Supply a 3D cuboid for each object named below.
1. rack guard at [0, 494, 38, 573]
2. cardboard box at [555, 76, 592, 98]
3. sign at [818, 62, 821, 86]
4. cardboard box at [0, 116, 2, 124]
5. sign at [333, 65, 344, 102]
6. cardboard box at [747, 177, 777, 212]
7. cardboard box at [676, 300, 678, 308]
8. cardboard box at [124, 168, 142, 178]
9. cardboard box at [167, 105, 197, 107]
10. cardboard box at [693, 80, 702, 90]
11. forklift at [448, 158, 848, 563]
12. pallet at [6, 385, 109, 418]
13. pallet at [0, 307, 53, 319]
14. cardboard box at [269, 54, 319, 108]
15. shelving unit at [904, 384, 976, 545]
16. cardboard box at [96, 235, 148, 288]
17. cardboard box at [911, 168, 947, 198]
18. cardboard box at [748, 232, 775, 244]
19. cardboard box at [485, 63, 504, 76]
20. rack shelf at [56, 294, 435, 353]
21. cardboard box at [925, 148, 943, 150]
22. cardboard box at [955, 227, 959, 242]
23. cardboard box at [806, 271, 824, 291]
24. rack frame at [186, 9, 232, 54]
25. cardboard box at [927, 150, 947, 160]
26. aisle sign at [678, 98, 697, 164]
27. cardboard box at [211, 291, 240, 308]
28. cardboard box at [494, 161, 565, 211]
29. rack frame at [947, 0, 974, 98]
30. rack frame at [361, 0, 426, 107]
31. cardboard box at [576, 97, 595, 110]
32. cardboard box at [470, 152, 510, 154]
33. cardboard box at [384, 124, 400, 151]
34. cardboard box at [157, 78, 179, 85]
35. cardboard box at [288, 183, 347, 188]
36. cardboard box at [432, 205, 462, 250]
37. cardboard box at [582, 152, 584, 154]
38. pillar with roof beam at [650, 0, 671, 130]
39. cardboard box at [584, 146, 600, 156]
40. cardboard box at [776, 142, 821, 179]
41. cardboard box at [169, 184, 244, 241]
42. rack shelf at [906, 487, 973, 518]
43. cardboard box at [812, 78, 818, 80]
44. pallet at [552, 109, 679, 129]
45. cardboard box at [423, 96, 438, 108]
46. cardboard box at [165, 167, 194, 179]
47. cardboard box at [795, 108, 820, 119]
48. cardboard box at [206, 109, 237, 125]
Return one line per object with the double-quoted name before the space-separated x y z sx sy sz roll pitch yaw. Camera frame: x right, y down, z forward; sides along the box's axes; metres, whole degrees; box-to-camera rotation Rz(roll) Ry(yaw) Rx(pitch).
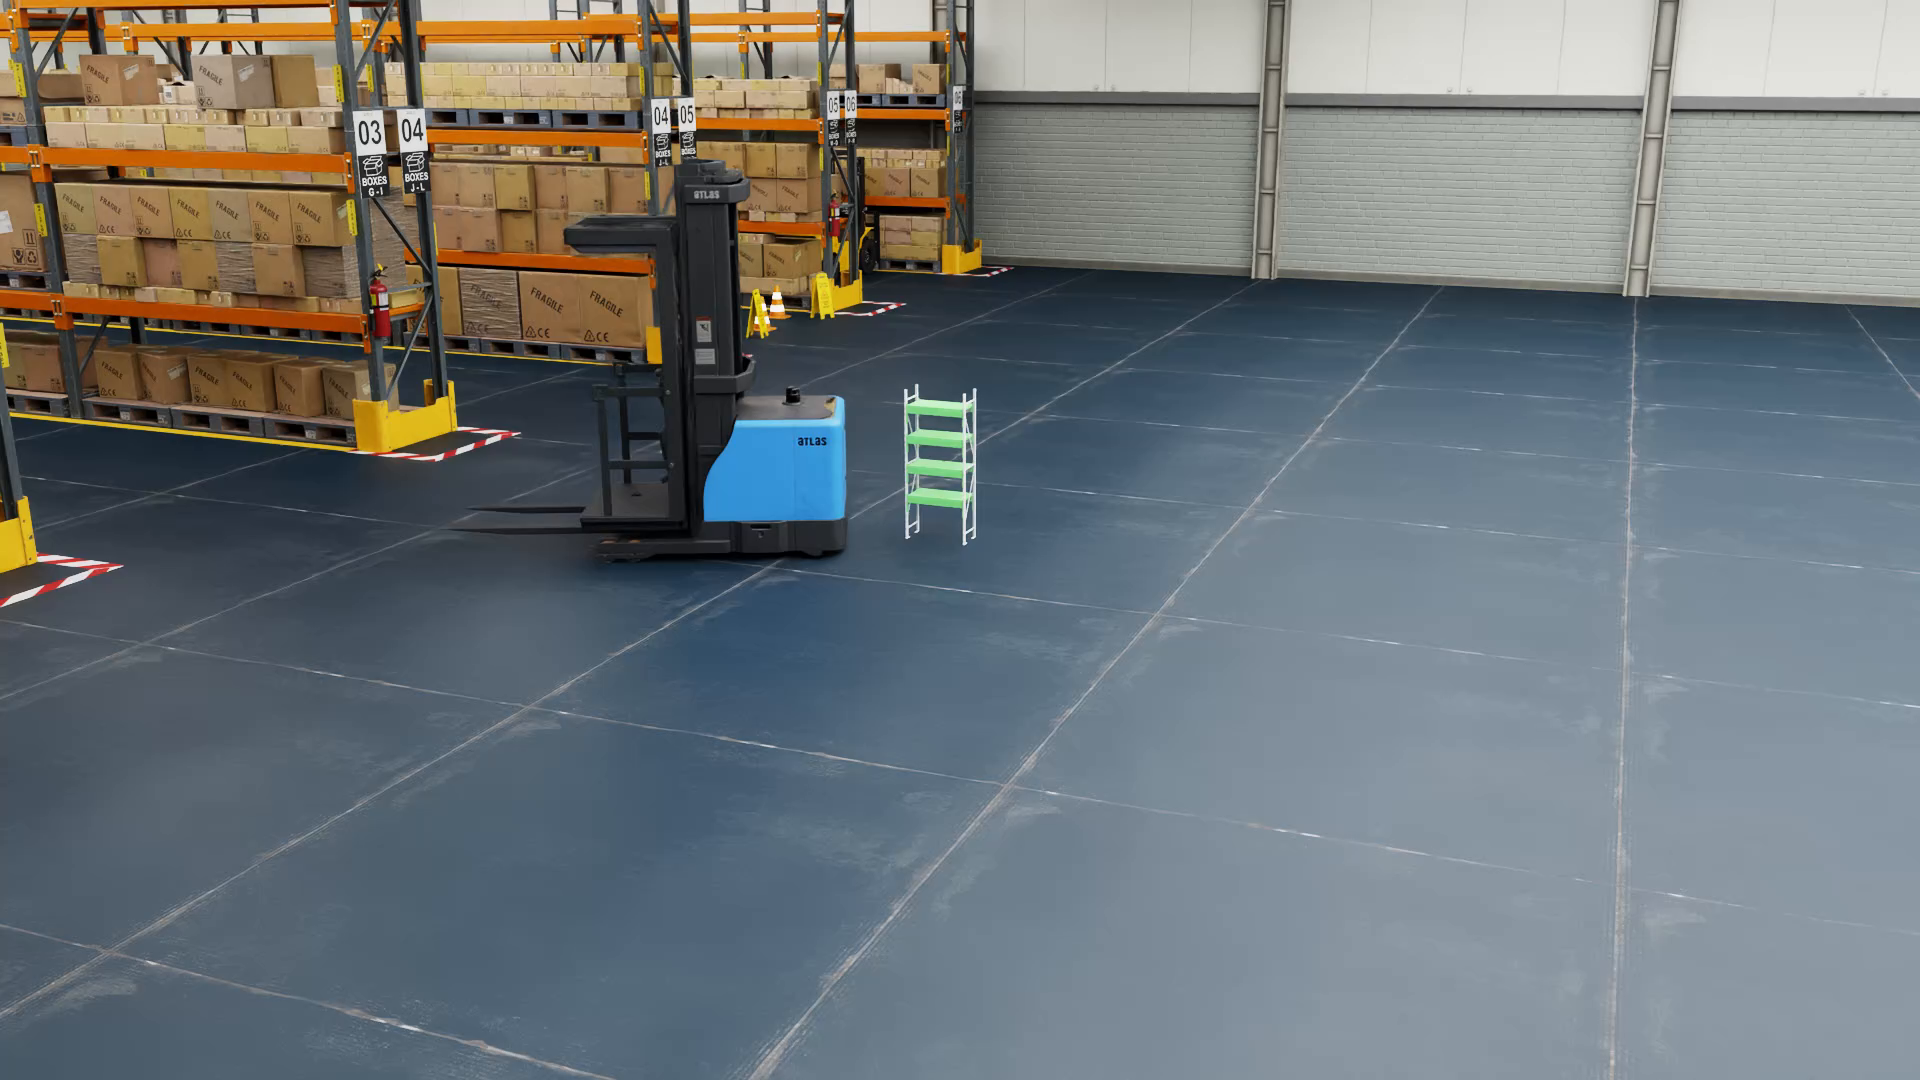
"rack guard" -7.348 0.052 12.097 0.348 0.500 1.175 6 17 21
"cardboard box" -4.552 -5.503 20.173 0.500 0.250 0.500 6 17 21
"sign" -2.029 -6.731 24.012 0.005 0.325 0.100 6 17 21
"cardboard box" -10.075 -4.494 17.382 0.258 0.266 0.396 7 18 23
"sign" -5.665 -4.161 15.158 0.005 0.325 0.100 6 17 21
"cardboard box" -2.877 -5.235 25.112 0.500 0.500 0.500 6 17 21
"cardboard box" -4.369 -3.332 23.747 0.637 0.503 0.797 -5 17 -18
"cardboard box" -14.448 -6.363 29.532 0.500 0.500 0.500 6 17 20
"cardboard box" -7.796 -4.327 16.871 0.250 0.149 0.380 7 18 23
"cardboard box" -3.878 -6.865 25.081 0.250 0.149 0.380 7 17 22
"forklift" -2.404 -1.387 12.696 3.031 2.935 1.130 -1 16 -2
"pallet" -9.888 -1.587 18.260 1.213 0.211 1.003 6 17 21
"pallet" -13.967 -3.522 24.928 1.213 0.211 1.003 6 17 21
"cardboard box" -6.725 -4.531 16.410 0.500 0.500 0.500 6 17 20
"shelving unit" -0.154 -0.593 13.065 0.503 1.200 0.258 6 17 21
"cardboard box" -8.315 -2.915 17.121 0.500 0.500 0.875 6 17 21
"cardboard box" -0.543 -6.325 29.403 0.500 0.500 0.500 6 17 19
"cardboard box" -3.014 -4.595 25.291 0.250 0.149 0.380 7 18 22
"cardboard box" -5.620 -5.794 20.459 0.250 0.149 0.380 6 17 20
"rack shelf" -7.303 -2.296 16.994 4.000 0.370 1.077 6 17 21
"cardboard box" -0.447 -6.931 29.791 0.250 0.149 0.380 7 18 23
"cardboard box" -0.350 -5.518 30.084 0.500 0.250 0.500 7 17 22
"cardboard box" -2.455 -4.043 25.898 0.500 0.250 0.500 6 17 20
"rack frame" -12.969 -9.116 28.434 0.127 3.000 1.000 6 17 21
"cardboard box" -0.399 -6.780 29.270 0.250 0.149 0.380 6 17 21
"aisle sign" -3.353 -5.032 20.465 0.004 0.787 0.394 6 17 21
"cardboard box" -7.217 -2.418 16.575 0.250 0.149 0.380 6 17 21
"cardboard box" -5.417 -4.497 21.079 0.500 0.550 0.875 6 17 21
"rack frame" 0.011 -9.176 28.641 0.127 3.000 1.000 6 17 21
"rack frame" -7.250 -7.004 21.157 0.127 3.000 1.000 6 17 21
"cardboard box" -4.436 -5.281 20.122 0.250 0.149 0.380 7 17 21
"cardboard box" -7.769 -6.143 27.486 0.500 0.500 0.500 5 17 17
"cardboard box" -5.796 -3.922 16.192 0.500 0.250 0.500 7 18 22
"cardboard box" -13.681 -7.843 28.738 0.258 0.266 0.396 7 18 22
"cardboard box" -6.317 -3.288 16.614 0.500 0.500 0.500 6 17 21
"cardboard box" -6.382 -4.109 21.680 0.550 0.550 0.875 6 17 21
"cardboard box" -6.993 -7.337 31.724 0.250 0.149 0.380 7 17 22
"pillar with roof beam" -7.467 -8.978 27.960 0.400 9.000 9.100 6 17 21
"cardboard box" -5.835 -6.261 26.729 0.250 0.149 0.380 6 17 20
"cardboard box" -2.362 -5.674 24.832 0.500 0.500 0.700 6 17 19
"cardboard box" -7.438 -3.255 16.500 0.500 0.500 0.500 6 17 21
"rack shelf" -0.154 -0.301 13.149 0.480 0.148 0.258 6 17 21
"cardboard box" -2.440 -8.099 29.621 0.258 0.266 0.396 6 17 19
"pallet" -4.223 -5.184 20.431 1.213 0.211 1.003 6 17 21
"cardboard box" -6.563 -5.515 20.927 0.250 0.149 0.380 6 17 21
"cardboard box" -10.557 -5.011 23.083 0.500 0.500 0.700 6 17 20
"cardboard box" -2.241 -6.291 24.535 0.250 0.149 0.380 6 17 21
"cardboard box" -7.023 -4.080 16.020 0.250 0.149 0.380 5 17 18
